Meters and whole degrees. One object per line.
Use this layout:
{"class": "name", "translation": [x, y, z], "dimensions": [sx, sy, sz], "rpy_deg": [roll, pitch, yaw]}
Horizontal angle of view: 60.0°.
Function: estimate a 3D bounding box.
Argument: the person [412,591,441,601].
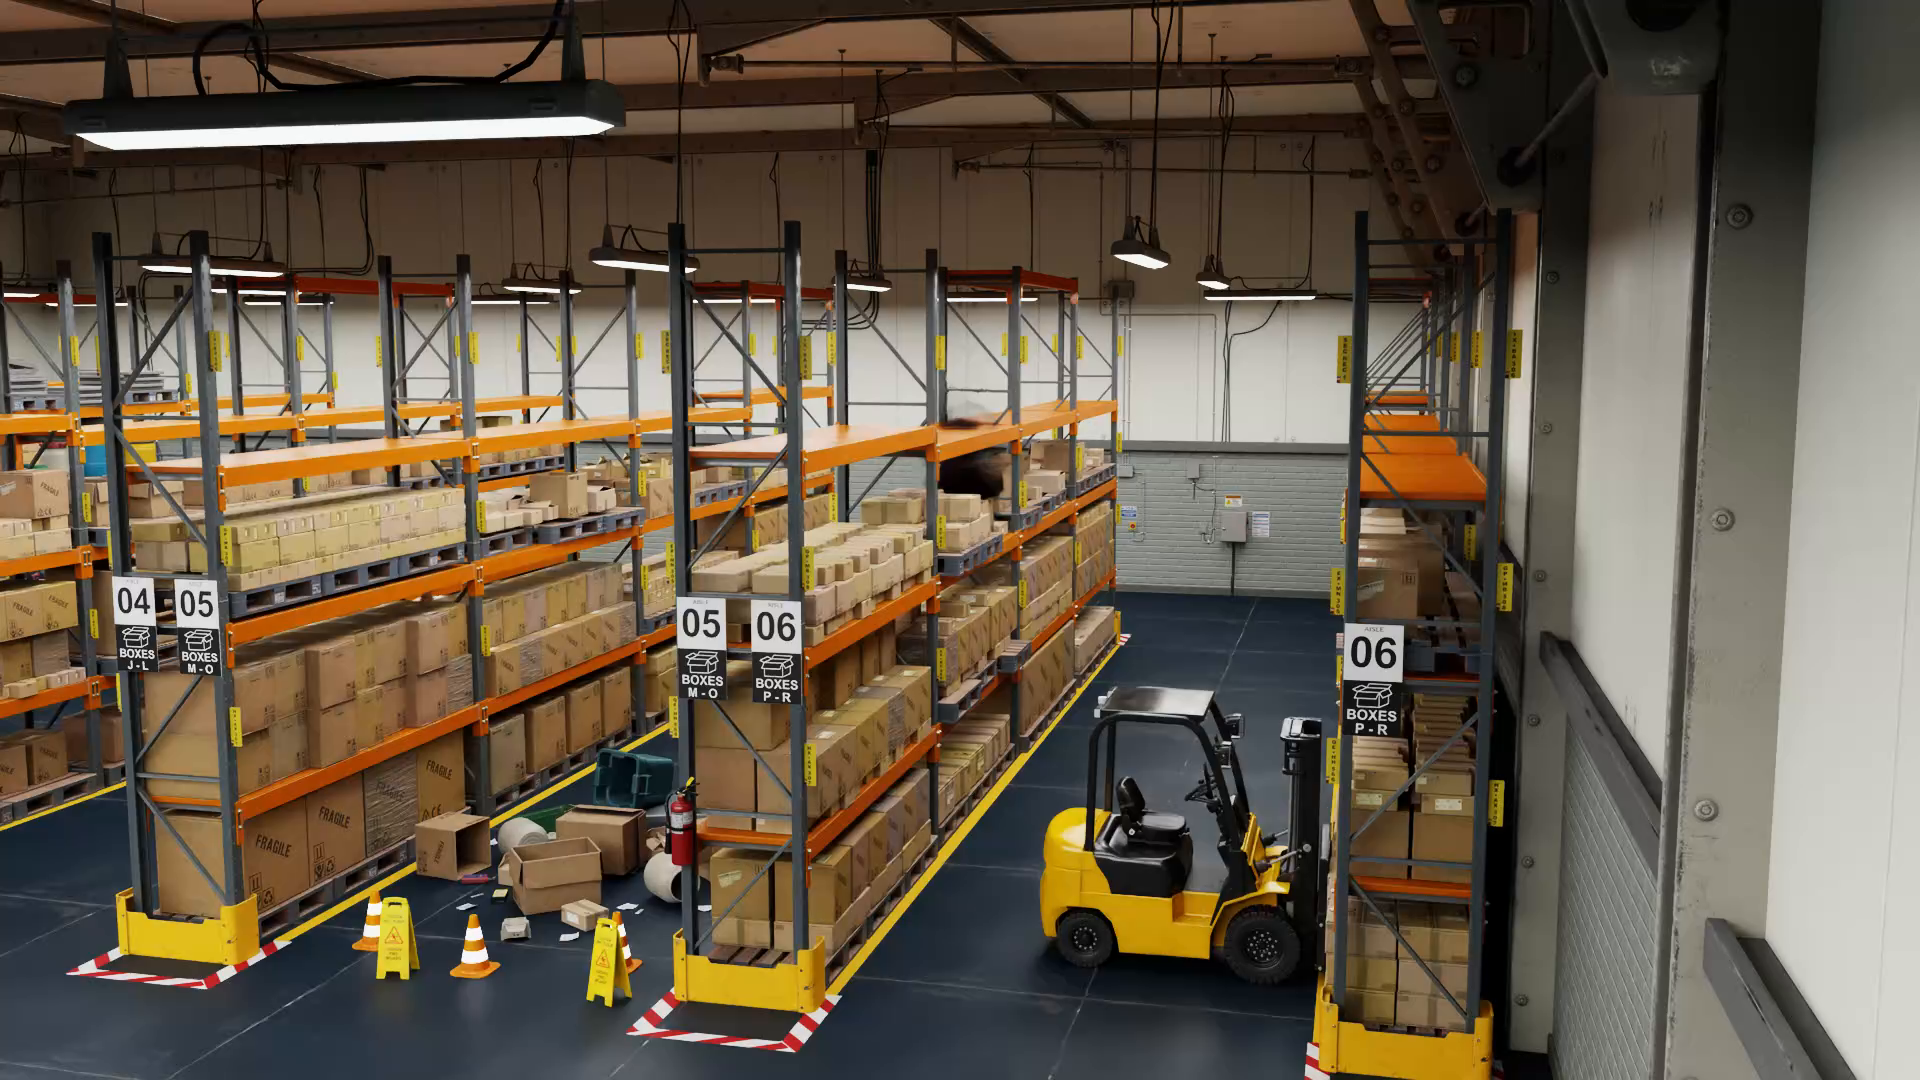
{"class": "person", "translation": [-7.485, 1.415, 23.391], "dimensions": [0.691, 1.776, 0.944], "rpy_deg": [1, 7, 12]}
